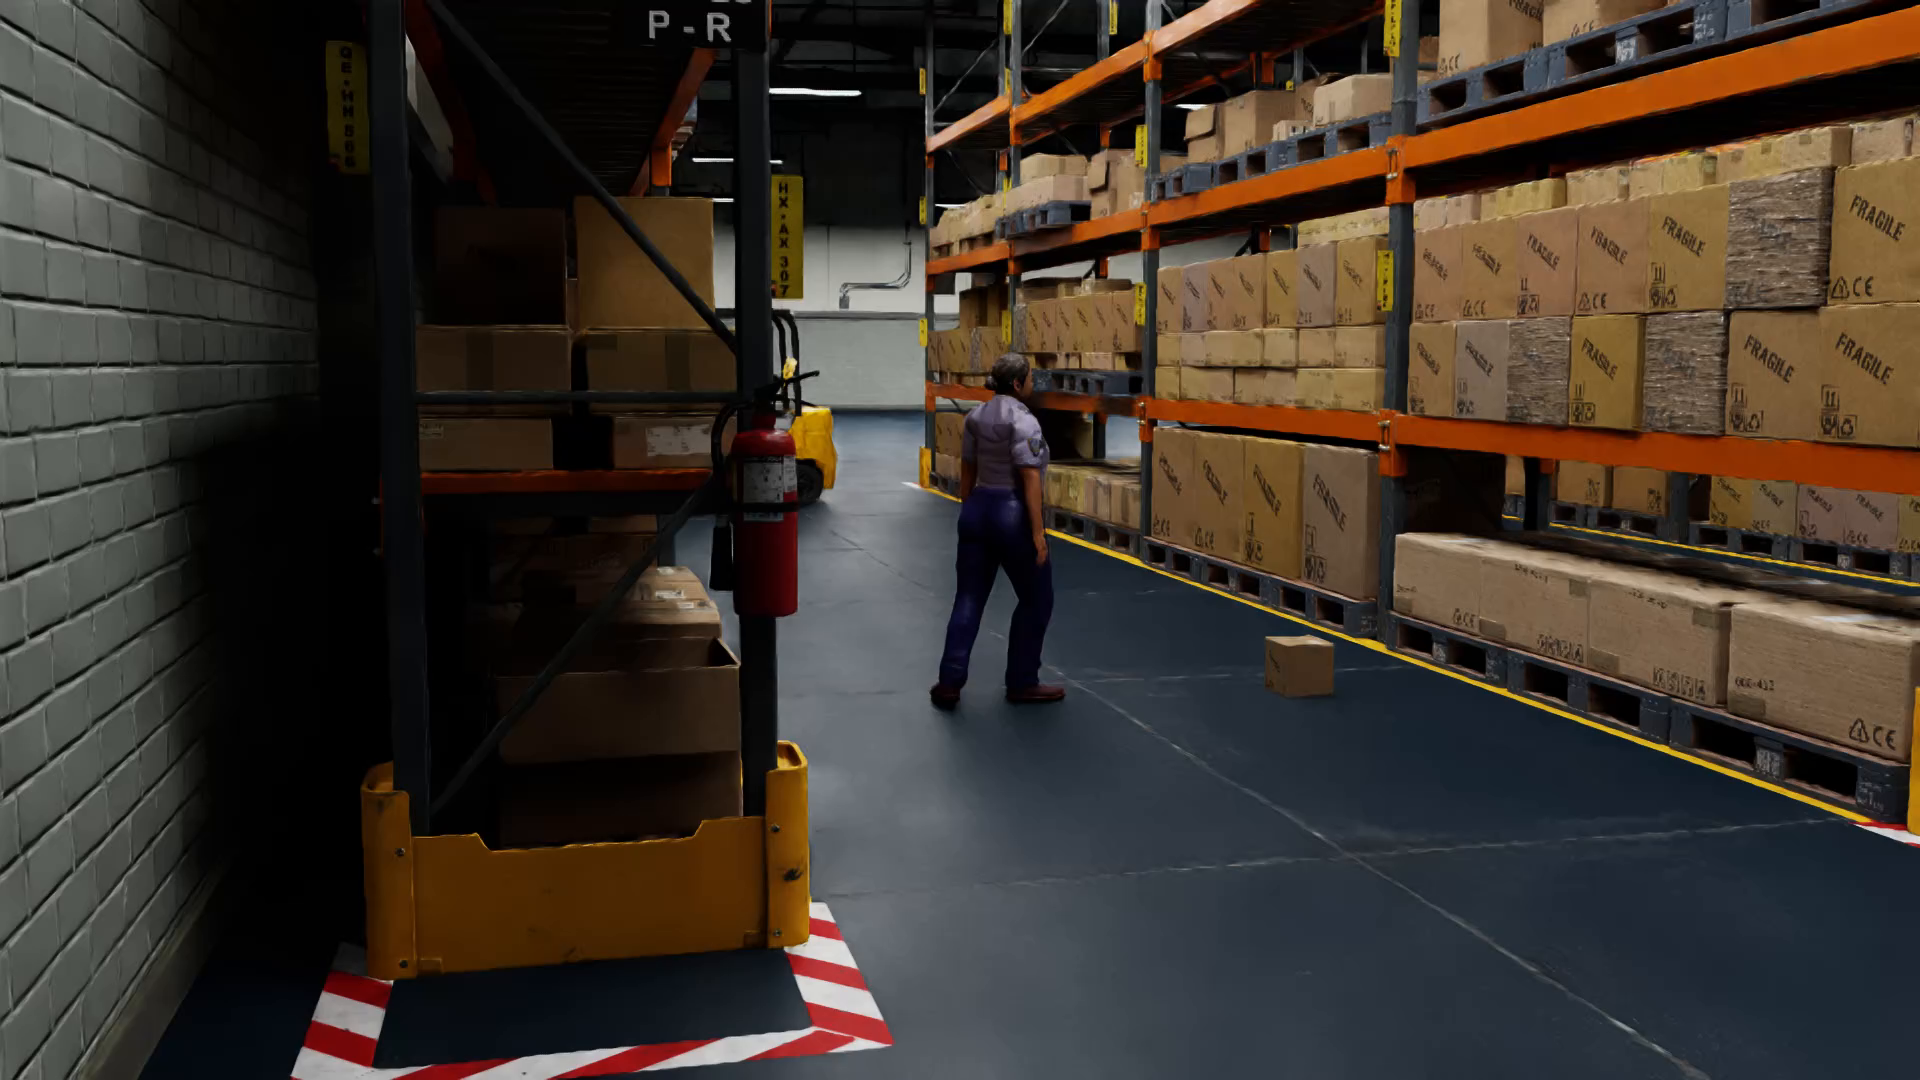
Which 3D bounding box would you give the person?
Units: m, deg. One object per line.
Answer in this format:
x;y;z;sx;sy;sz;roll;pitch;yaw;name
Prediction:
0.186;-0.049;7.744;0.584;1.637;0.605;6;9;43;person
